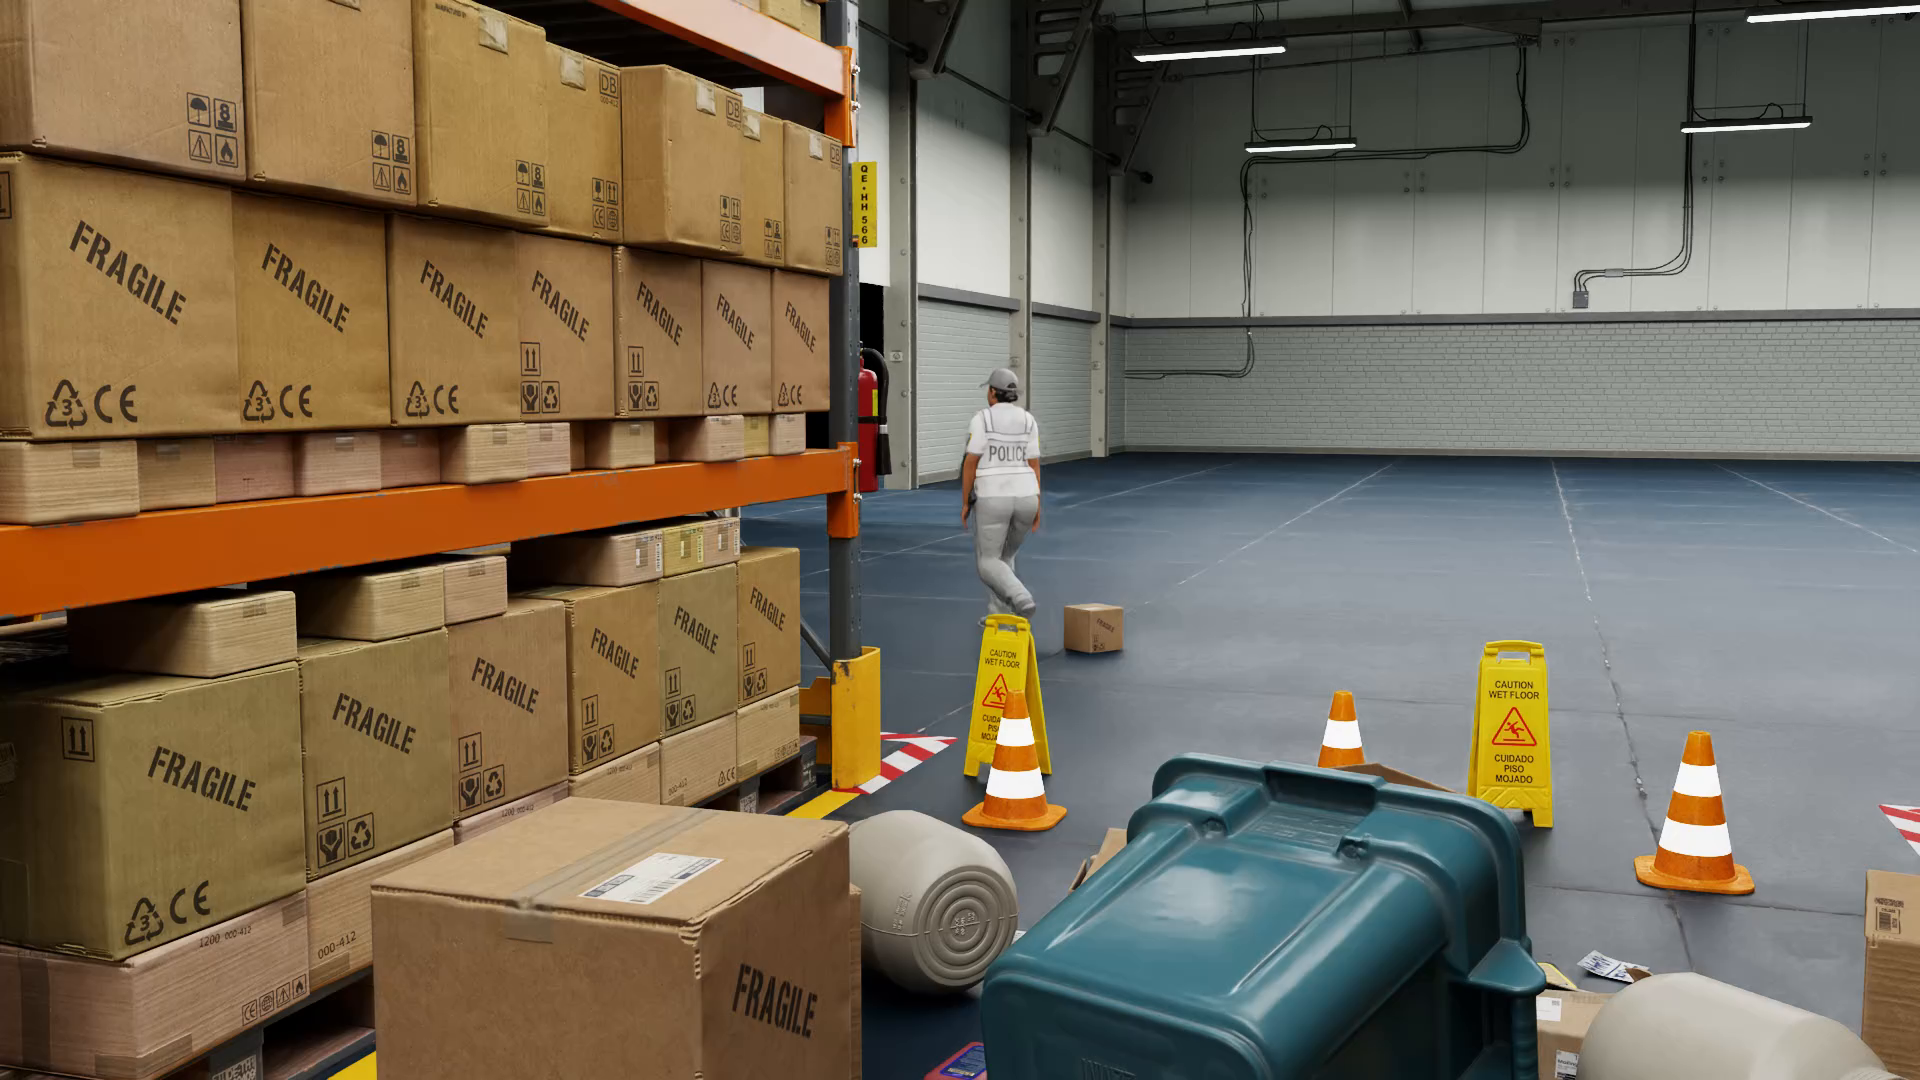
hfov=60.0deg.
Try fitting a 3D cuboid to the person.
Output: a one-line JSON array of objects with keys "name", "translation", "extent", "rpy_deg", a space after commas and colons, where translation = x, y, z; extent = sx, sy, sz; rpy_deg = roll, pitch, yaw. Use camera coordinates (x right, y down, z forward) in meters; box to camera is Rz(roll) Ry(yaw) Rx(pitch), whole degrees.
[{"name": "person", "translation": [0.270, -0.221, 10.038], "extent": [0.488, 1.623, 0.875], "rpy_deg": [-3, 6, -28]}]
